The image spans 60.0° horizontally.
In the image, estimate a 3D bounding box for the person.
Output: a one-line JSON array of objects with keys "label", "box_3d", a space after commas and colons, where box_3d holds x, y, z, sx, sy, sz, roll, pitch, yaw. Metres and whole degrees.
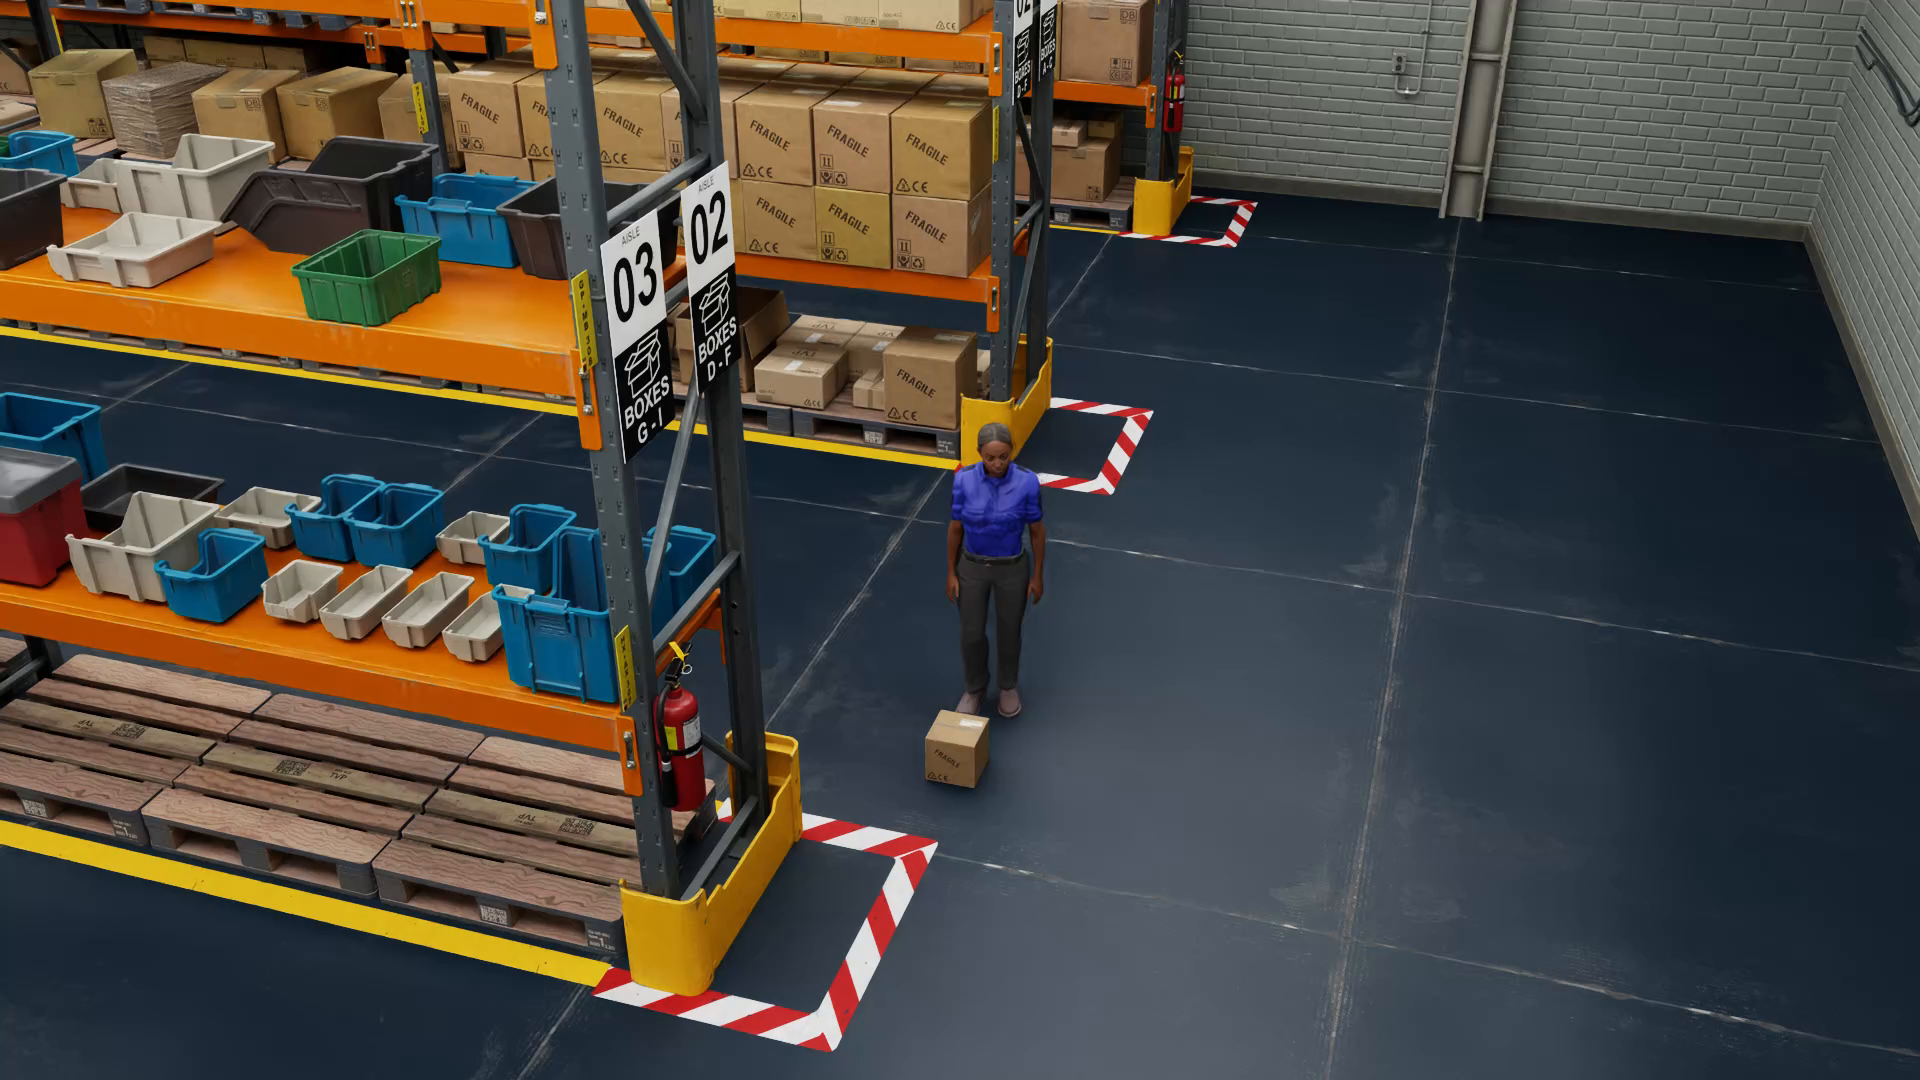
[{"label": "person", "box_3d": [0.175, 0.160, 8.238, 0.488, 1.668, 0.376, 1, 29, 2]}]
